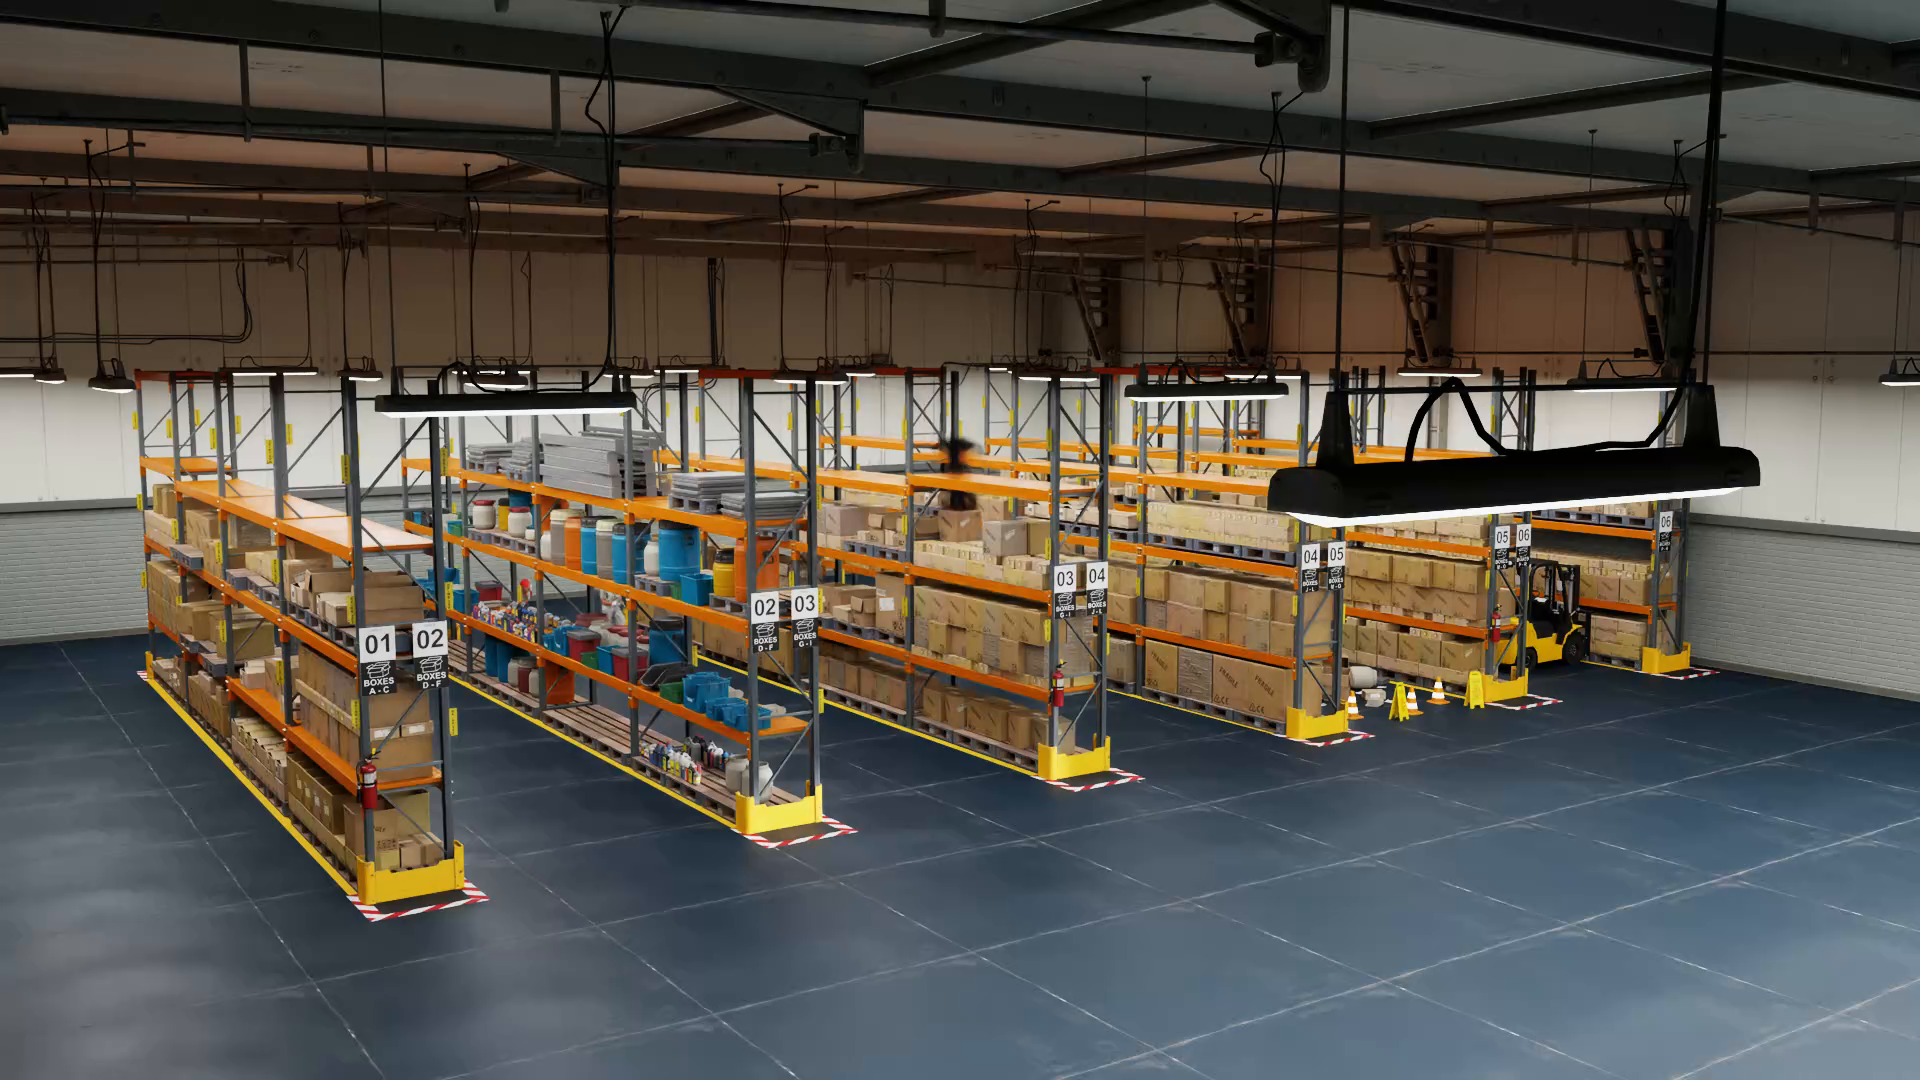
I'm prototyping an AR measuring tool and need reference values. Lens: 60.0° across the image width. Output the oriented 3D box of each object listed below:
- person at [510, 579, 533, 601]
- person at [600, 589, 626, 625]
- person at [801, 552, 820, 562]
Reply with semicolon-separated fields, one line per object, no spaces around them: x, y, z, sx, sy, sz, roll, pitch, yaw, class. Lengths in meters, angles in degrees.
-9.377;1.561;35.647;0.830;1.534;0.710;5;8;40;person
-7.369;1.532;35.383;0.695;1.627;0.859;-6;9;-42;person
-3.733;0.796;41.443;0.758;1.731;0.786;5;8;40;person
